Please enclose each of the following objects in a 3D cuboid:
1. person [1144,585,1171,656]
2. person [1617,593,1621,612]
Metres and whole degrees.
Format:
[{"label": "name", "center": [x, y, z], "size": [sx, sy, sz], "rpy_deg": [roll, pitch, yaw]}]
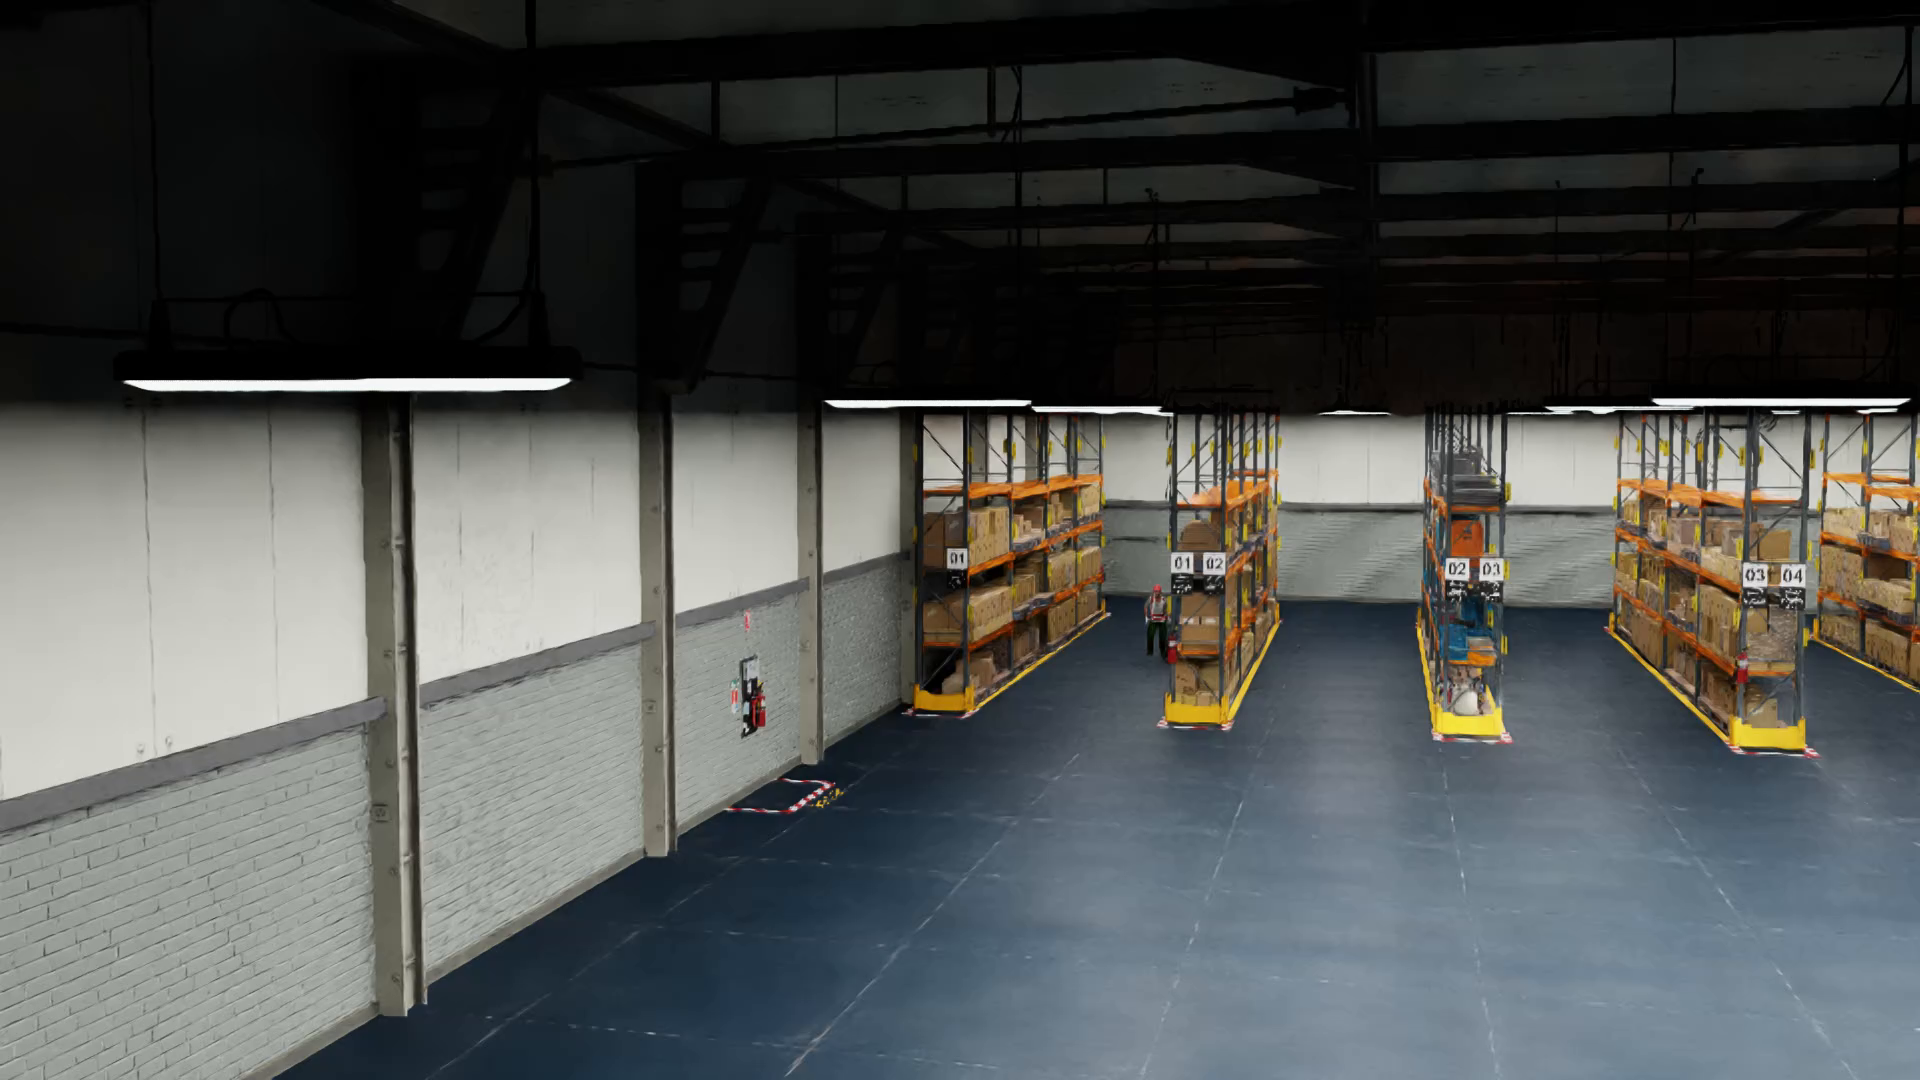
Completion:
[{"label": "person", "center": [4.719, 1.928, 39.731], "size": [0.677, 1.742, 0.552], "rpy_deg": [1, 4, 13]}, {"label": "person", "center": [19.545, 1.235, 48.581], "size": [0.726, 1.778, 0.531], "rpy_deg": [-3, 5, -39]}]
